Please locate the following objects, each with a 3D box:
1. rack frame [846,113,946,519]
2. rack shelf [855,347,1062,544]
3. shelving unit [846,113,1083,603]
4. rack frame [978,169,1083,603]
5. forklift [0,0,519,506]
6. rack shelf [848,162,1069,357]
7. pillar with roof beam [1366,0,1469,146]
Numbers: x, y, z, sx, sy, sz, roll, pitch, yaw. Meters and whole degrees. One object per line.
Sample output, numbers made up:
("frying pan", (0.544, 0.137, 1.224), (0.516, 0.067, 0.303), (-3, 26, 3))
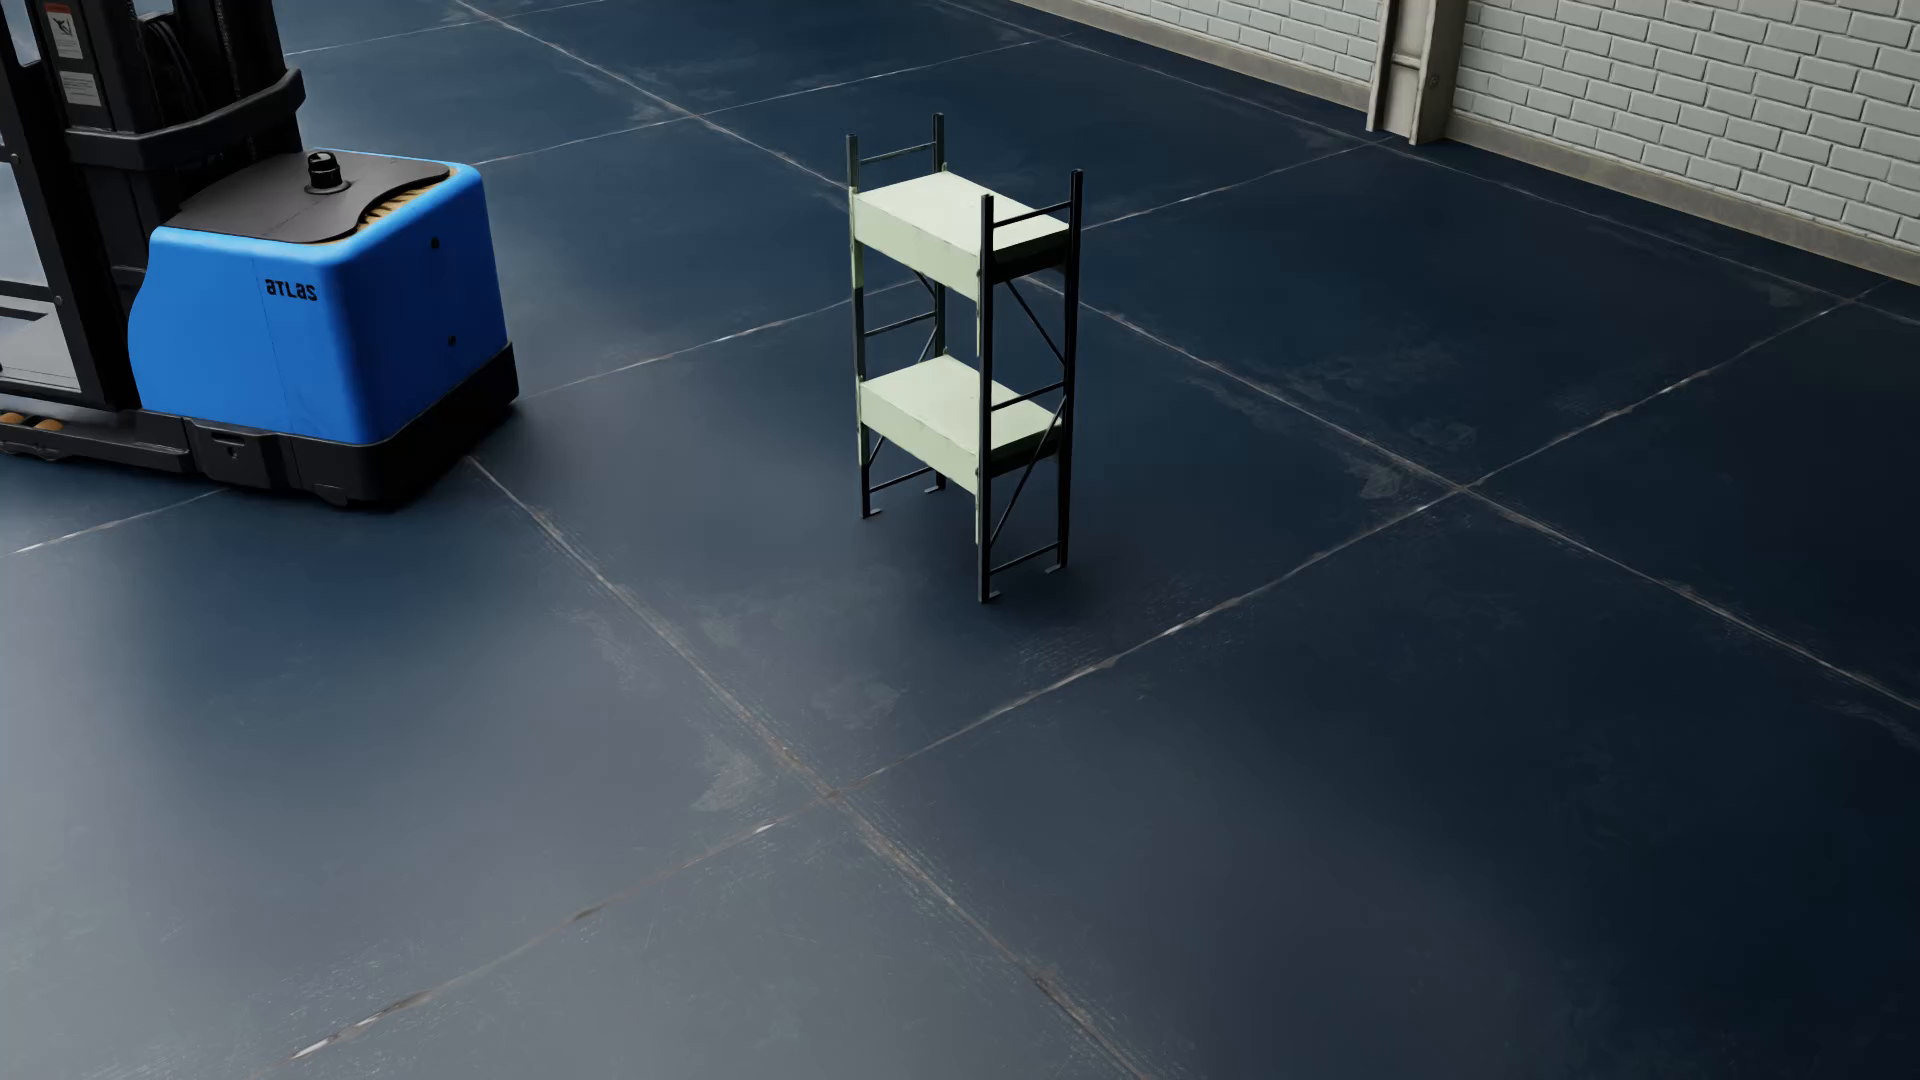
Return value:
("rack frame", (-0.220, -0.787, 6.095), (0.400, 1.500, 0.023), (-22, 38, -31))
("rack shelf", (0.004, -0.357, 6.022), (0.431, 0.370, 0.720), (-22, 38, -31))
("shelving unit", (0.004, -0.634, 5.850), (0.431, 1.500, 0.755), (-22, 38, -31))
("rack frame", (0.229, -0.482, 5.604), (0.400, 1.500, 0.023), (-22, 38, -31))
("forklift", (-3.463, -1.820, 6.403), (3.031, 2.935, 1.130), (9, 33, 15))
("rack shelf", (0.004, -0.966, 5.644), (0.431, 0.370, 0.720), (-22, 38, -31))
("pillar with roof beam", (-0.631, -4.958, 5.704), (9.100, 9.000, 0.400), (-22, 38, -31))
